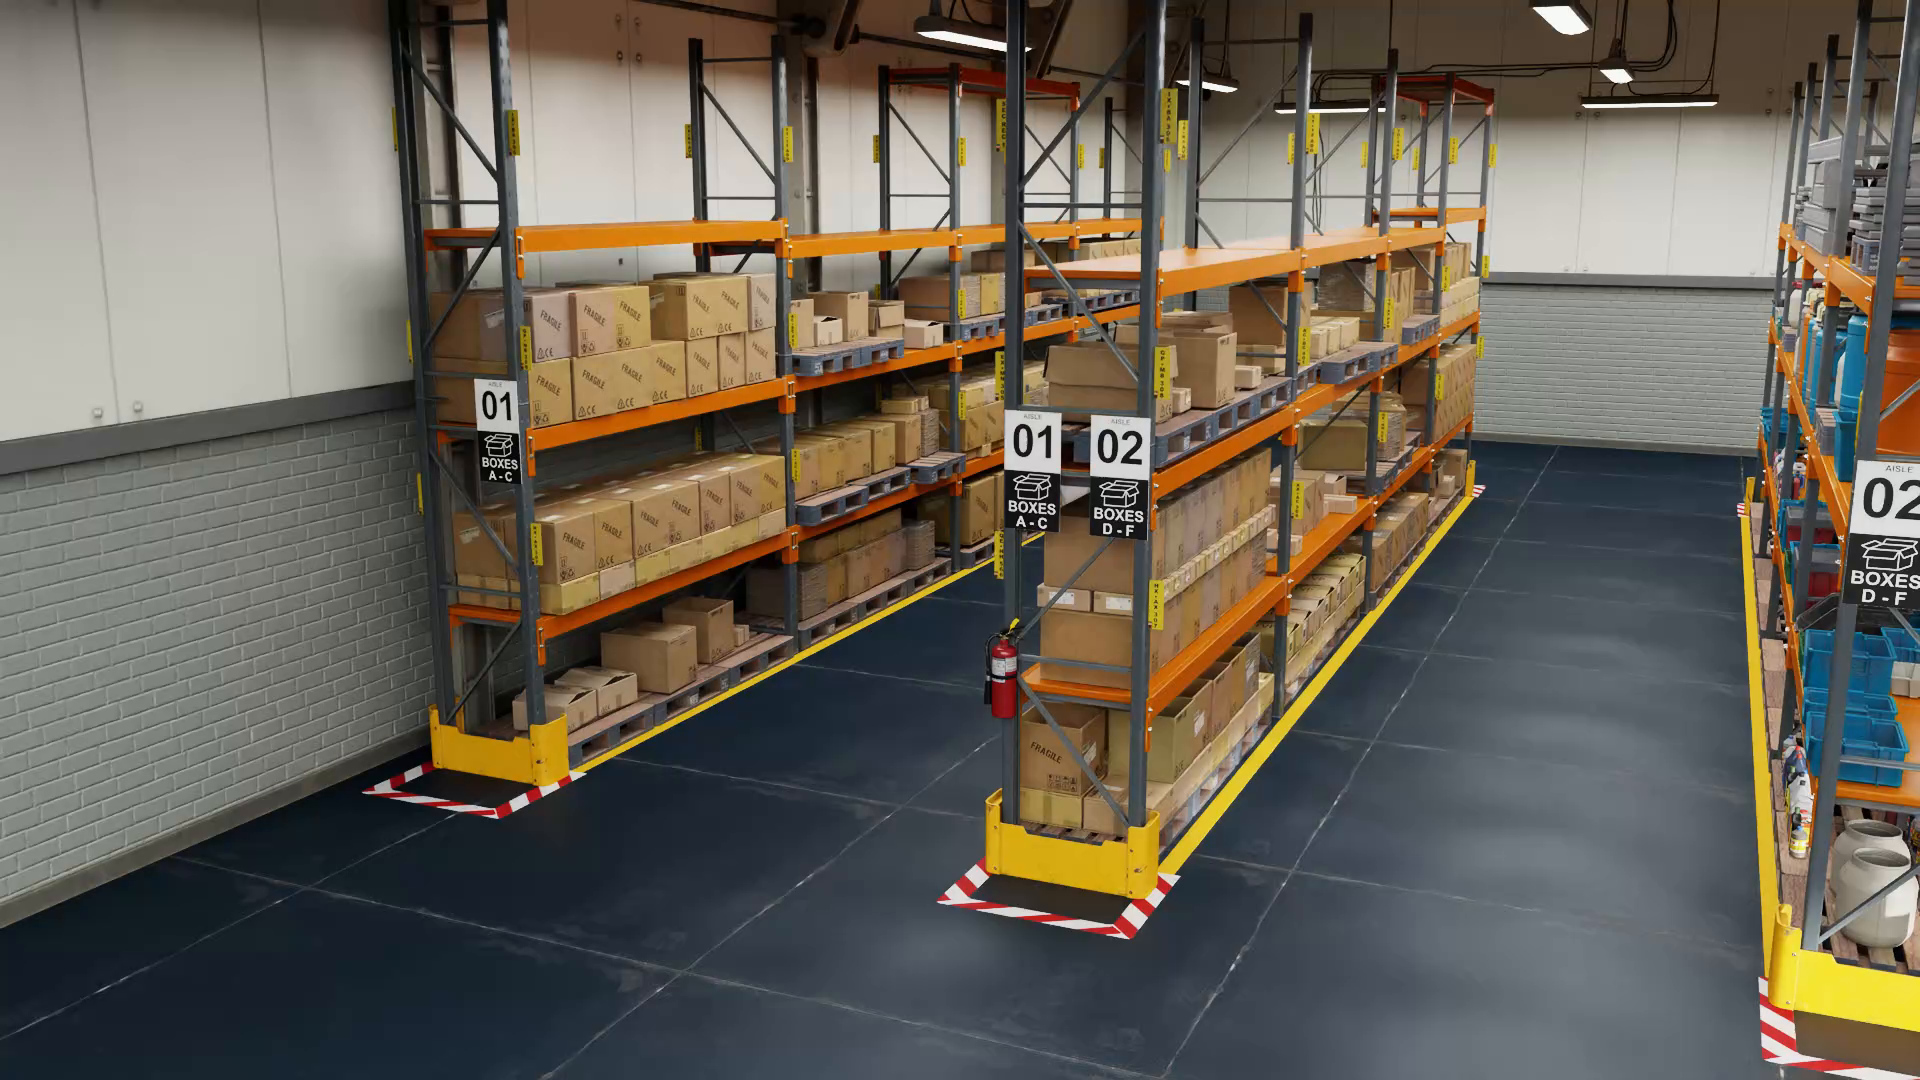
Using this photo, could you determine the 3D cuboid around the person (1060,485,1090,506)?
[{"bbox_3d":[1.358,-0.162,18.668,0.494,1.784,0.564,6,13,24],"label":"person"}]
